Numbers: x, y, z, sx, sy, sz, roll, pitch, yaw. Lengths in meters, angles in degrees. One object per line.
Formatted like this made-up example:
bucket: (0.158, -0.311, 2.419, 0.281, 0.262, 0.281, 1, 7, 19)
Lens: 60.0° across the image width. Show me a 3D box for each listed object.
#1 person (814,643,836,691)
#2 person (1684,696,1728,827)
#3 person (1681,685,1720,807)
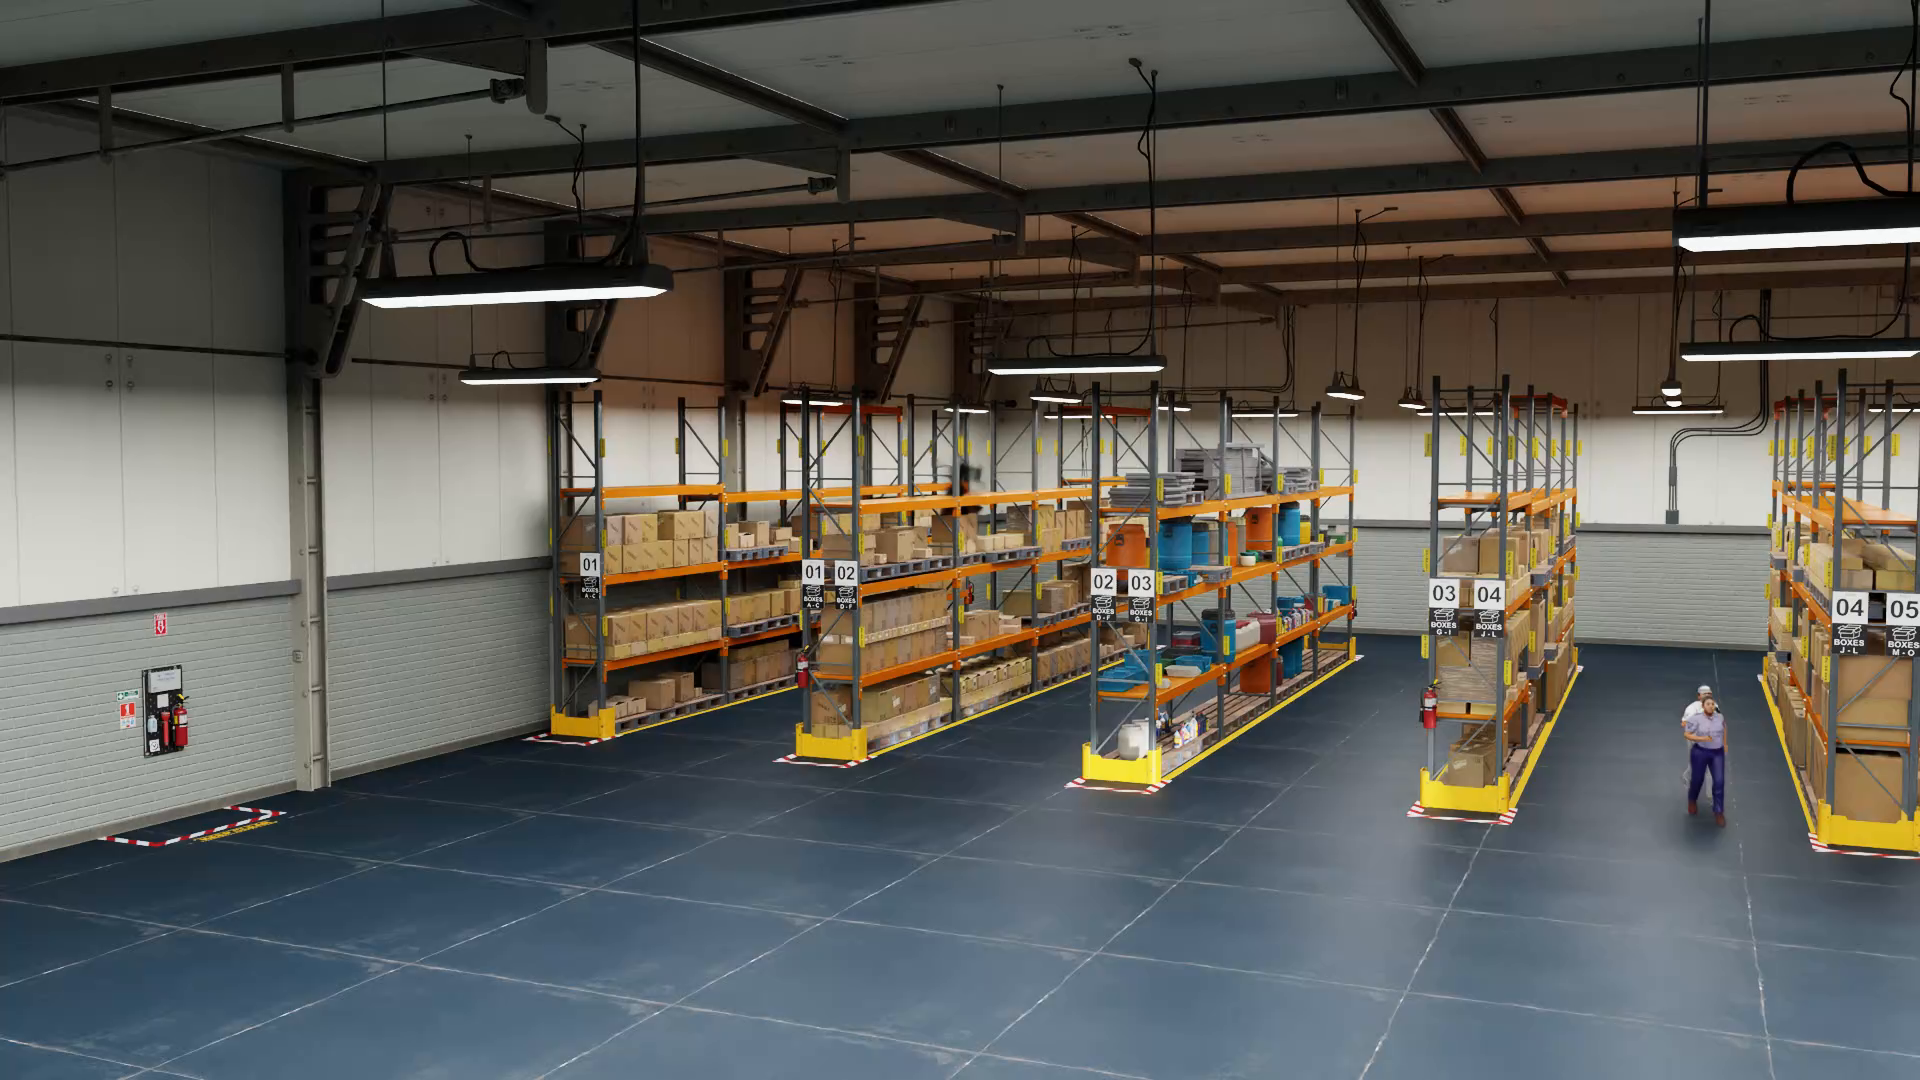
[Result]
person: (-2.492, 2.469, 31.143, 0.519, 1.612, 0.797, 0, 3, 6)
person: (10.038, 2.926, 22.365, 0.617, 1.680, 0.888, 0, 3, 7)
person: (10.492, 2.879, 23.474, 0.609, 1.664, 0.891, 0, 3, 3)
